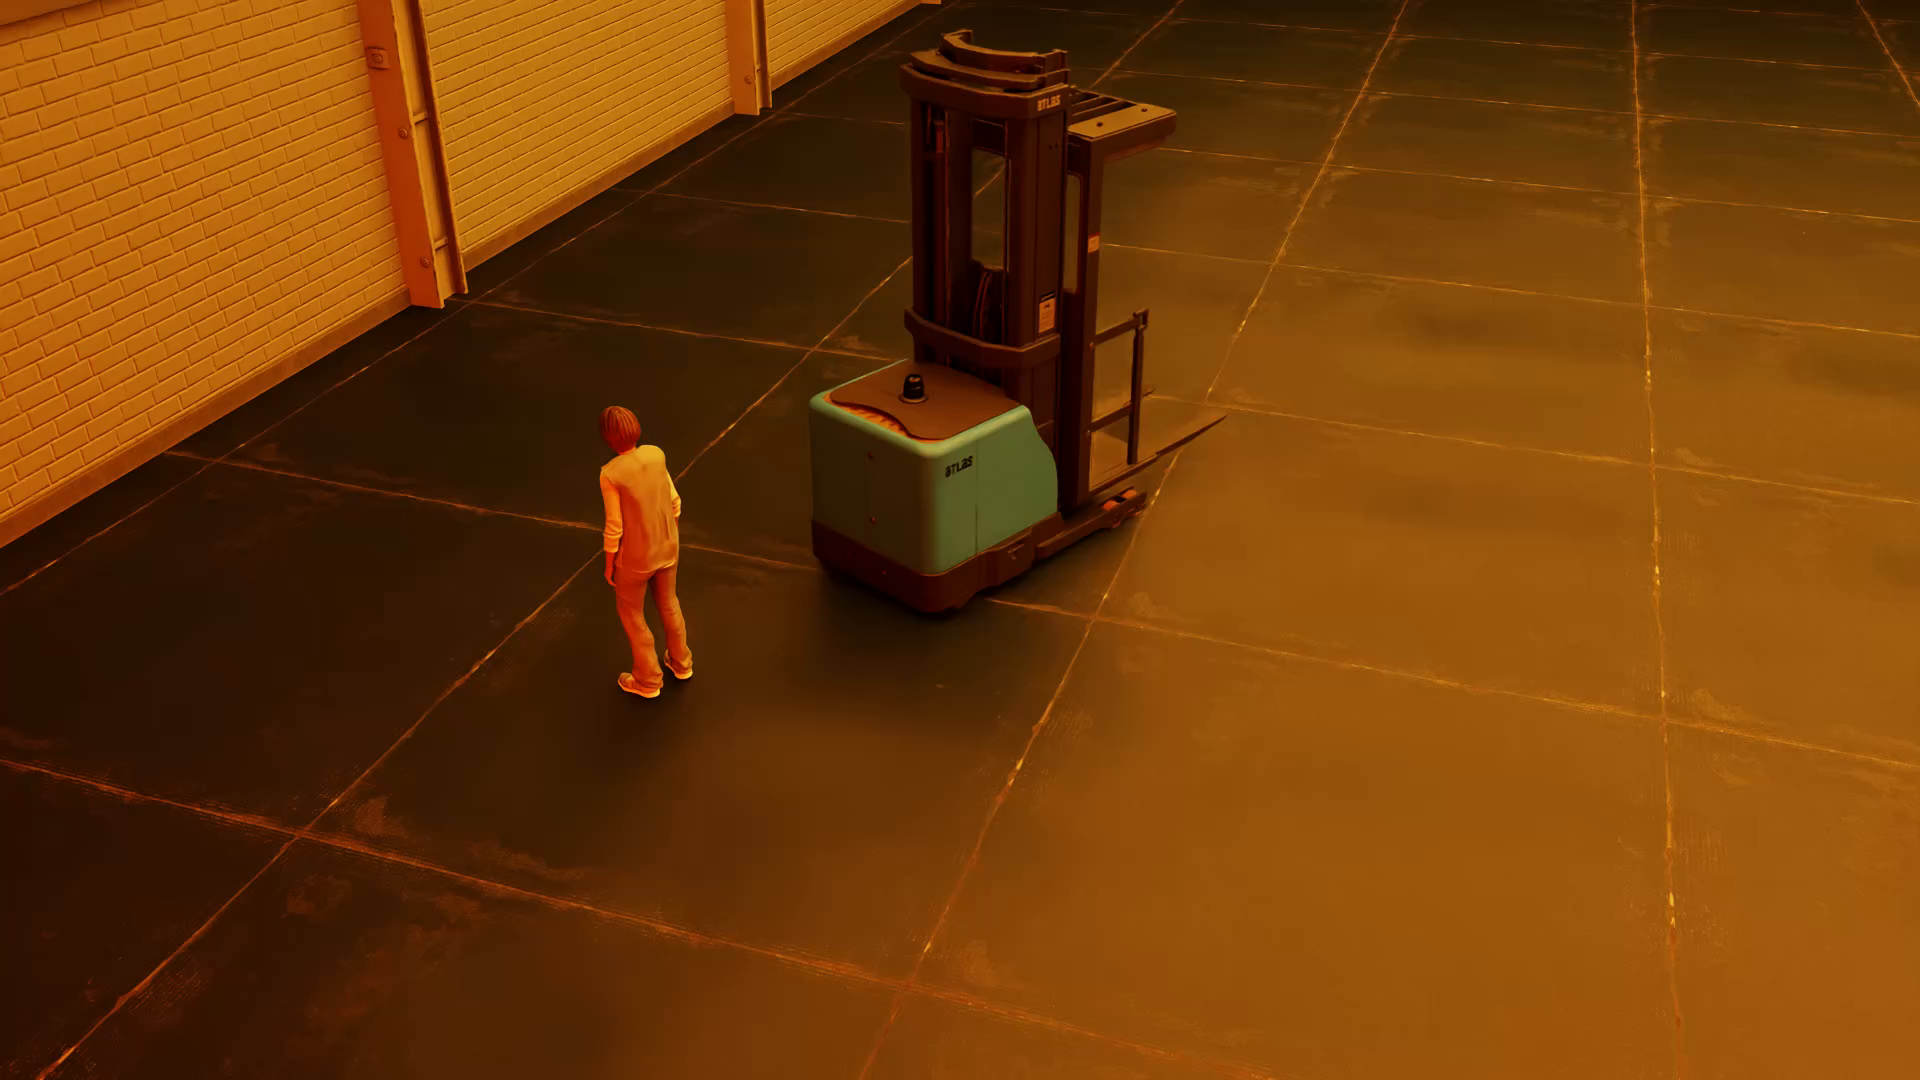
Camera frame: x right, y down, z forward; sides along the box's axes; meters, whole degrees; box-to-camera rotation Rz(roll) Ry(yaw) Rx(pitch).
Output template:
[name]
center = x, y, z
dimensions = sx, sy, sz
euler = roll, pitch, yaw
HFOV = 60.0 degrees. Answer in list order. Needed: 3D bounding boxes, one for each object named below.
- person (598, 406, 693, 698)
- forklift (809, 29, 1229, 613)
[person]
center = -1.594, 0.070, 8.368
dimensions = 0.349, 1.592, 0.469
euler = 25, 38, 36
[forklift]
center = 0.515, -1.505, 9.777
dimensions = 1.130, 2.935, 3.031
euler = 25, 38, 37
